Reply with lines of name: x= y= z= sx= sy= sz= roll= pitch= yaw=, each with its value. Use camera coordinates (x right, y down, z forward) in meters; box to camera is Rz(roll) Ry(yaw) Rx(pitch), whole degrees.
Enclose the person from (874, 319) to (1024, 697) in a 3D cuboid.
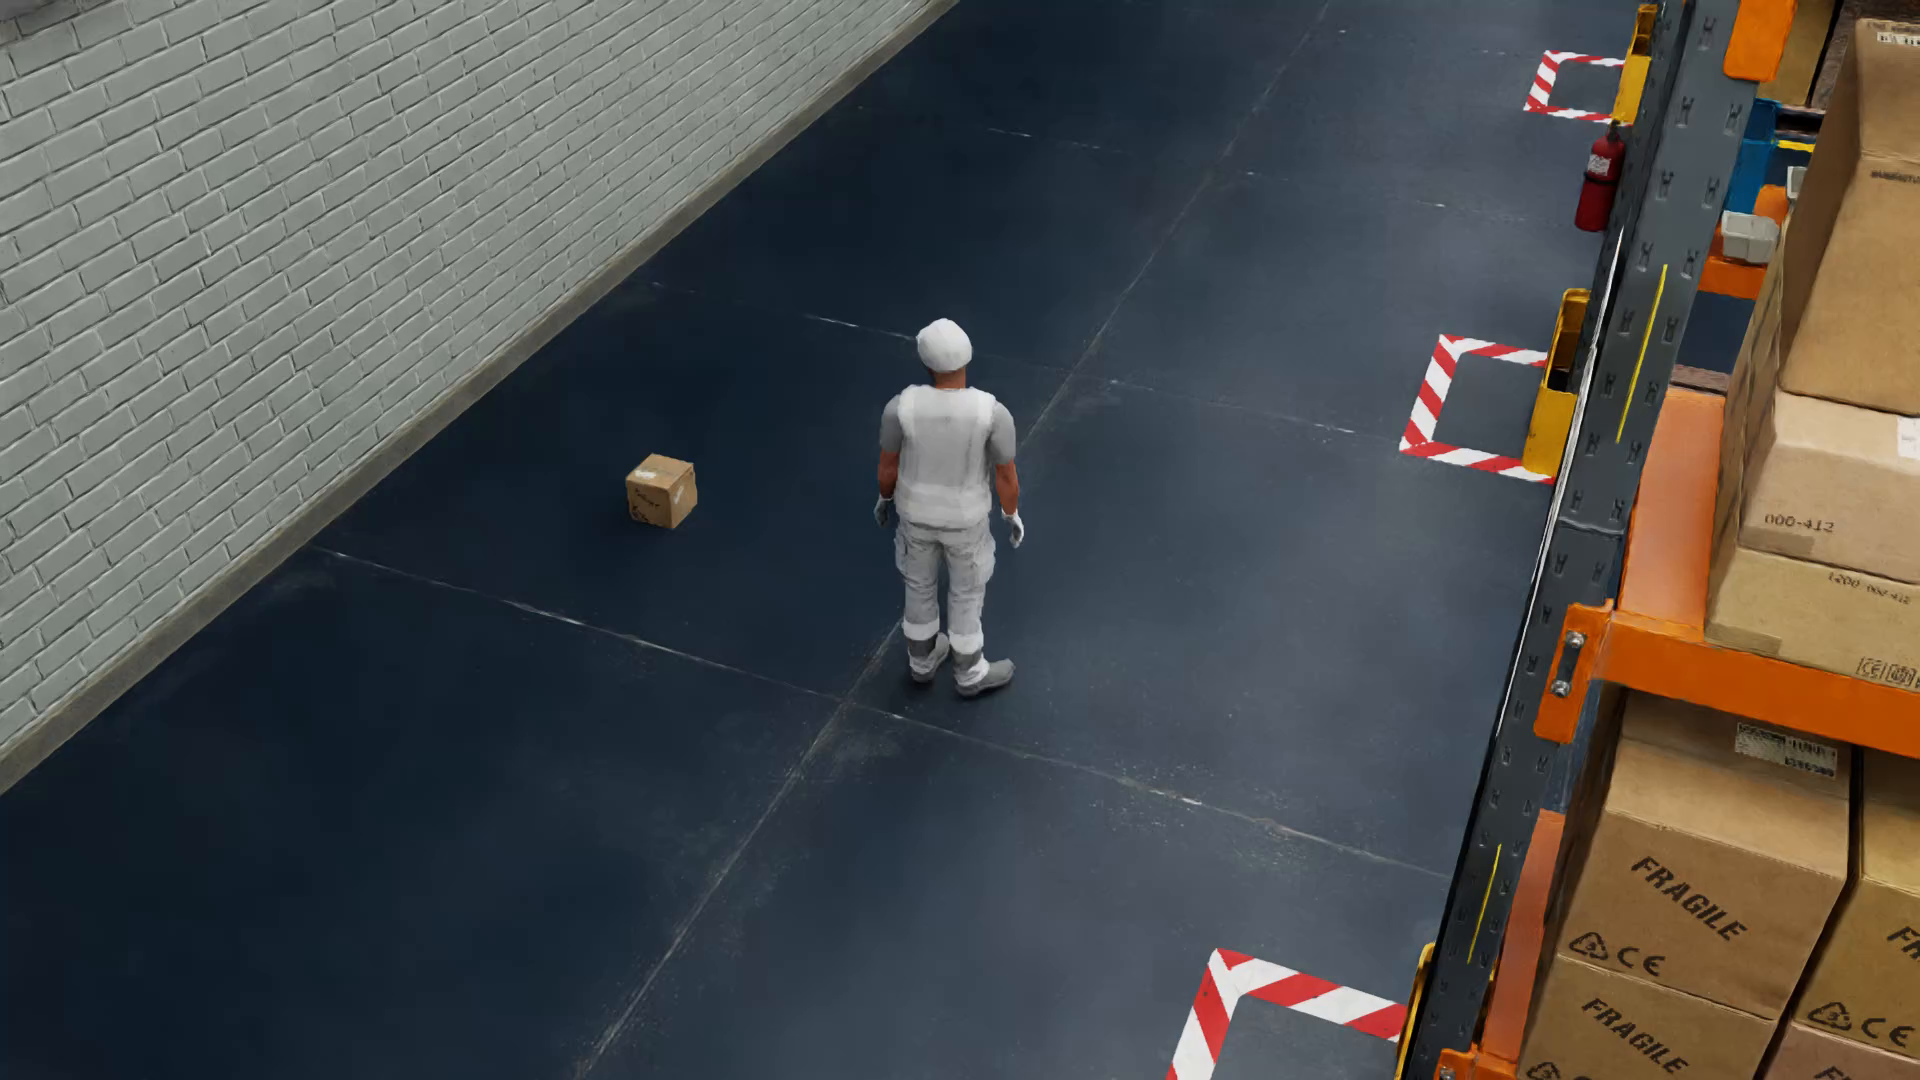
person: x=-0.047 y=-0.128 z=6.921 sx=0.636 sy=1.797 sz=0.378 roll=6 pitch=38 yaw=8
